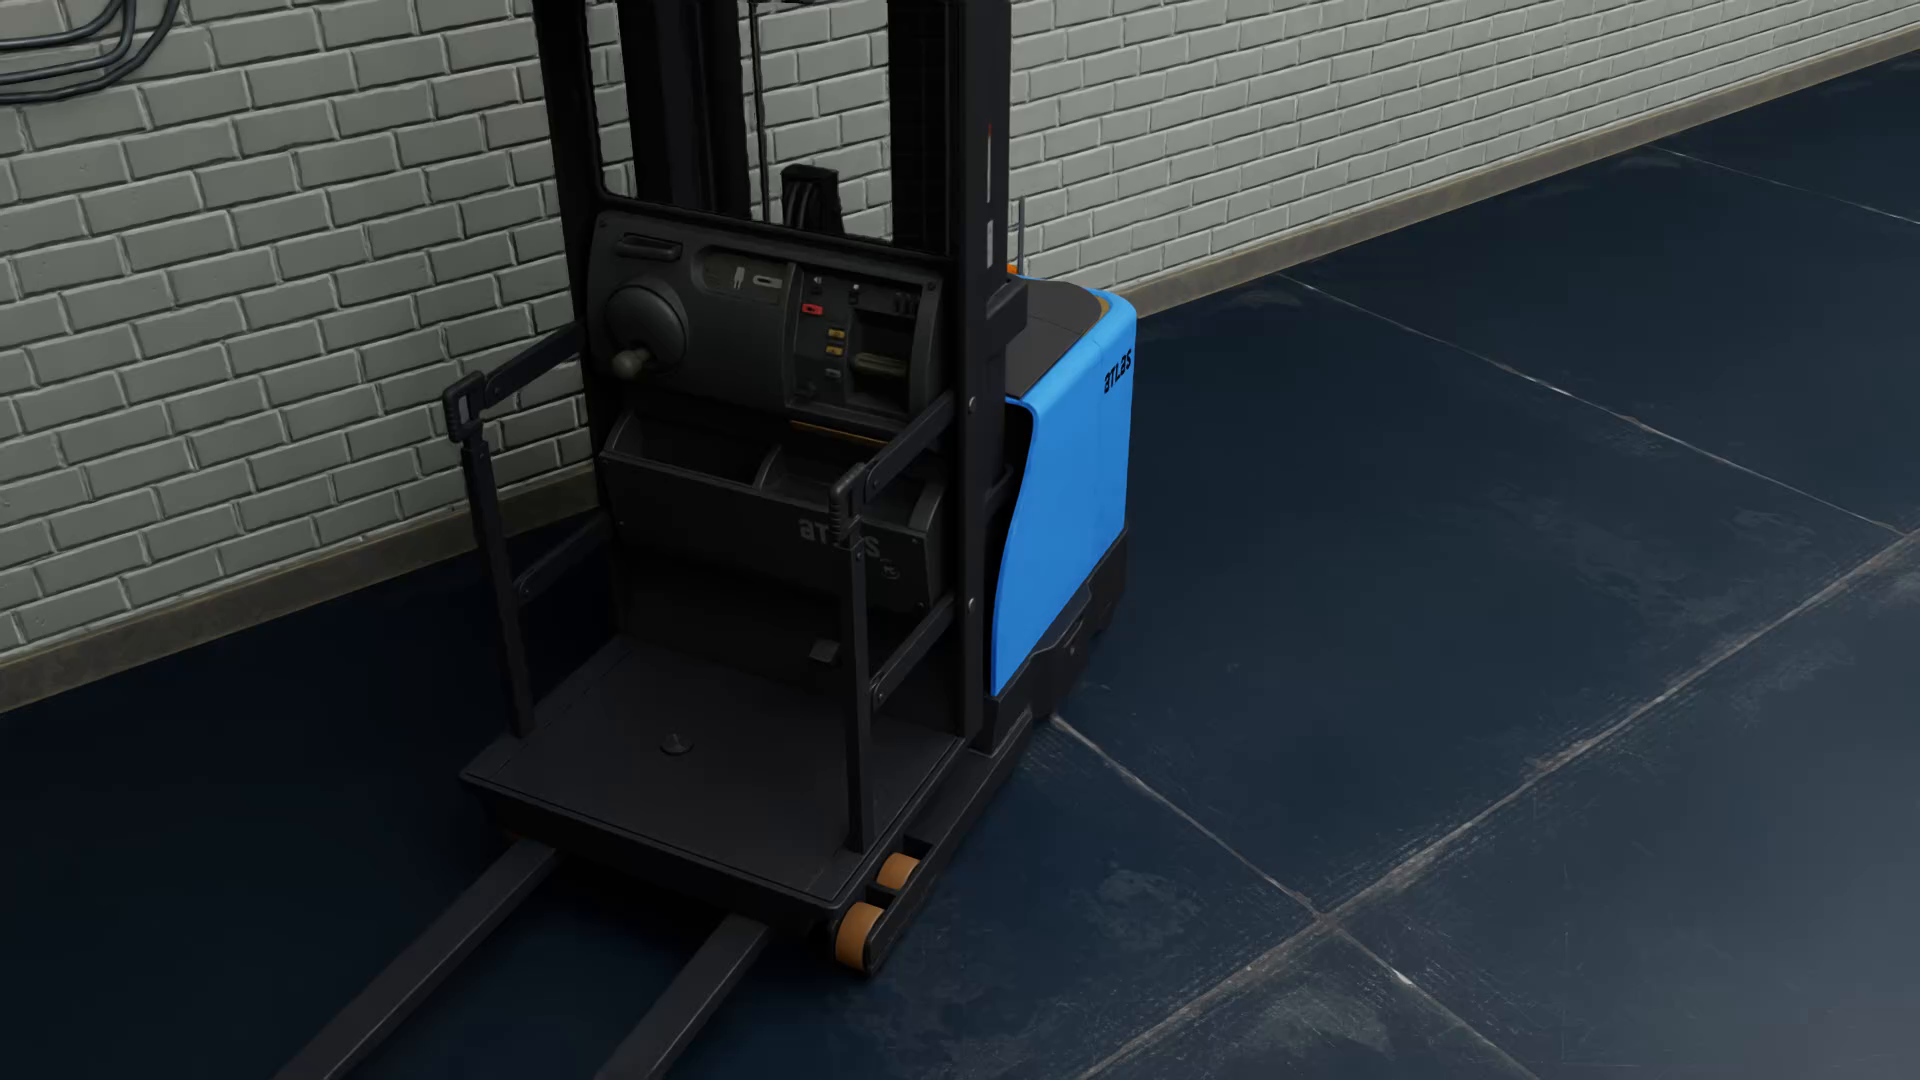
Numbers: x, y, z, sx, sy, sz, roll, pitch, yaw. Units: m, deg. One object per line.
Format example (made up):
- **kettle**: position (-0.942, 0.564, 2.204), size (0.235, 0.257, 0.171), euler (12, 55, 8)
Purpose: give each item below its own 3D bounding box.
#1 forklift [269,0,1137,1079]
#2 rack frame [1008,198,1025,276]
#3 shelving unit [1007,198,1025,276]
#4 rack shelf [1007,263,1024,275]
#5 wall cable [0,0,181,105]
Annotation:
- **forklift**: position (-0.561, -0.459, 3.711), size (1.130, 2.935, 3.031), euler (14, 35, 22)
- **rack frame**: position (0.110, -0.519, 5.448), size (0.240, 1.200, 0.006), euler (-24, 39, -33)
- **shelving unit**: position (0.051, -0.556, 5.508), size (0.258, 1.200, 0.189), euler (-24, 39, -33)
- **rack shelf**: position (0.050, -0.824, 5.341), size (0.258, 0.103, 0.180), euler (-24, 39, -33)
- **wall cable**: position (-3.232, -1.818, 3.092), size (3.097, 2.526, 0.112), euler (-22, 38, -31)
